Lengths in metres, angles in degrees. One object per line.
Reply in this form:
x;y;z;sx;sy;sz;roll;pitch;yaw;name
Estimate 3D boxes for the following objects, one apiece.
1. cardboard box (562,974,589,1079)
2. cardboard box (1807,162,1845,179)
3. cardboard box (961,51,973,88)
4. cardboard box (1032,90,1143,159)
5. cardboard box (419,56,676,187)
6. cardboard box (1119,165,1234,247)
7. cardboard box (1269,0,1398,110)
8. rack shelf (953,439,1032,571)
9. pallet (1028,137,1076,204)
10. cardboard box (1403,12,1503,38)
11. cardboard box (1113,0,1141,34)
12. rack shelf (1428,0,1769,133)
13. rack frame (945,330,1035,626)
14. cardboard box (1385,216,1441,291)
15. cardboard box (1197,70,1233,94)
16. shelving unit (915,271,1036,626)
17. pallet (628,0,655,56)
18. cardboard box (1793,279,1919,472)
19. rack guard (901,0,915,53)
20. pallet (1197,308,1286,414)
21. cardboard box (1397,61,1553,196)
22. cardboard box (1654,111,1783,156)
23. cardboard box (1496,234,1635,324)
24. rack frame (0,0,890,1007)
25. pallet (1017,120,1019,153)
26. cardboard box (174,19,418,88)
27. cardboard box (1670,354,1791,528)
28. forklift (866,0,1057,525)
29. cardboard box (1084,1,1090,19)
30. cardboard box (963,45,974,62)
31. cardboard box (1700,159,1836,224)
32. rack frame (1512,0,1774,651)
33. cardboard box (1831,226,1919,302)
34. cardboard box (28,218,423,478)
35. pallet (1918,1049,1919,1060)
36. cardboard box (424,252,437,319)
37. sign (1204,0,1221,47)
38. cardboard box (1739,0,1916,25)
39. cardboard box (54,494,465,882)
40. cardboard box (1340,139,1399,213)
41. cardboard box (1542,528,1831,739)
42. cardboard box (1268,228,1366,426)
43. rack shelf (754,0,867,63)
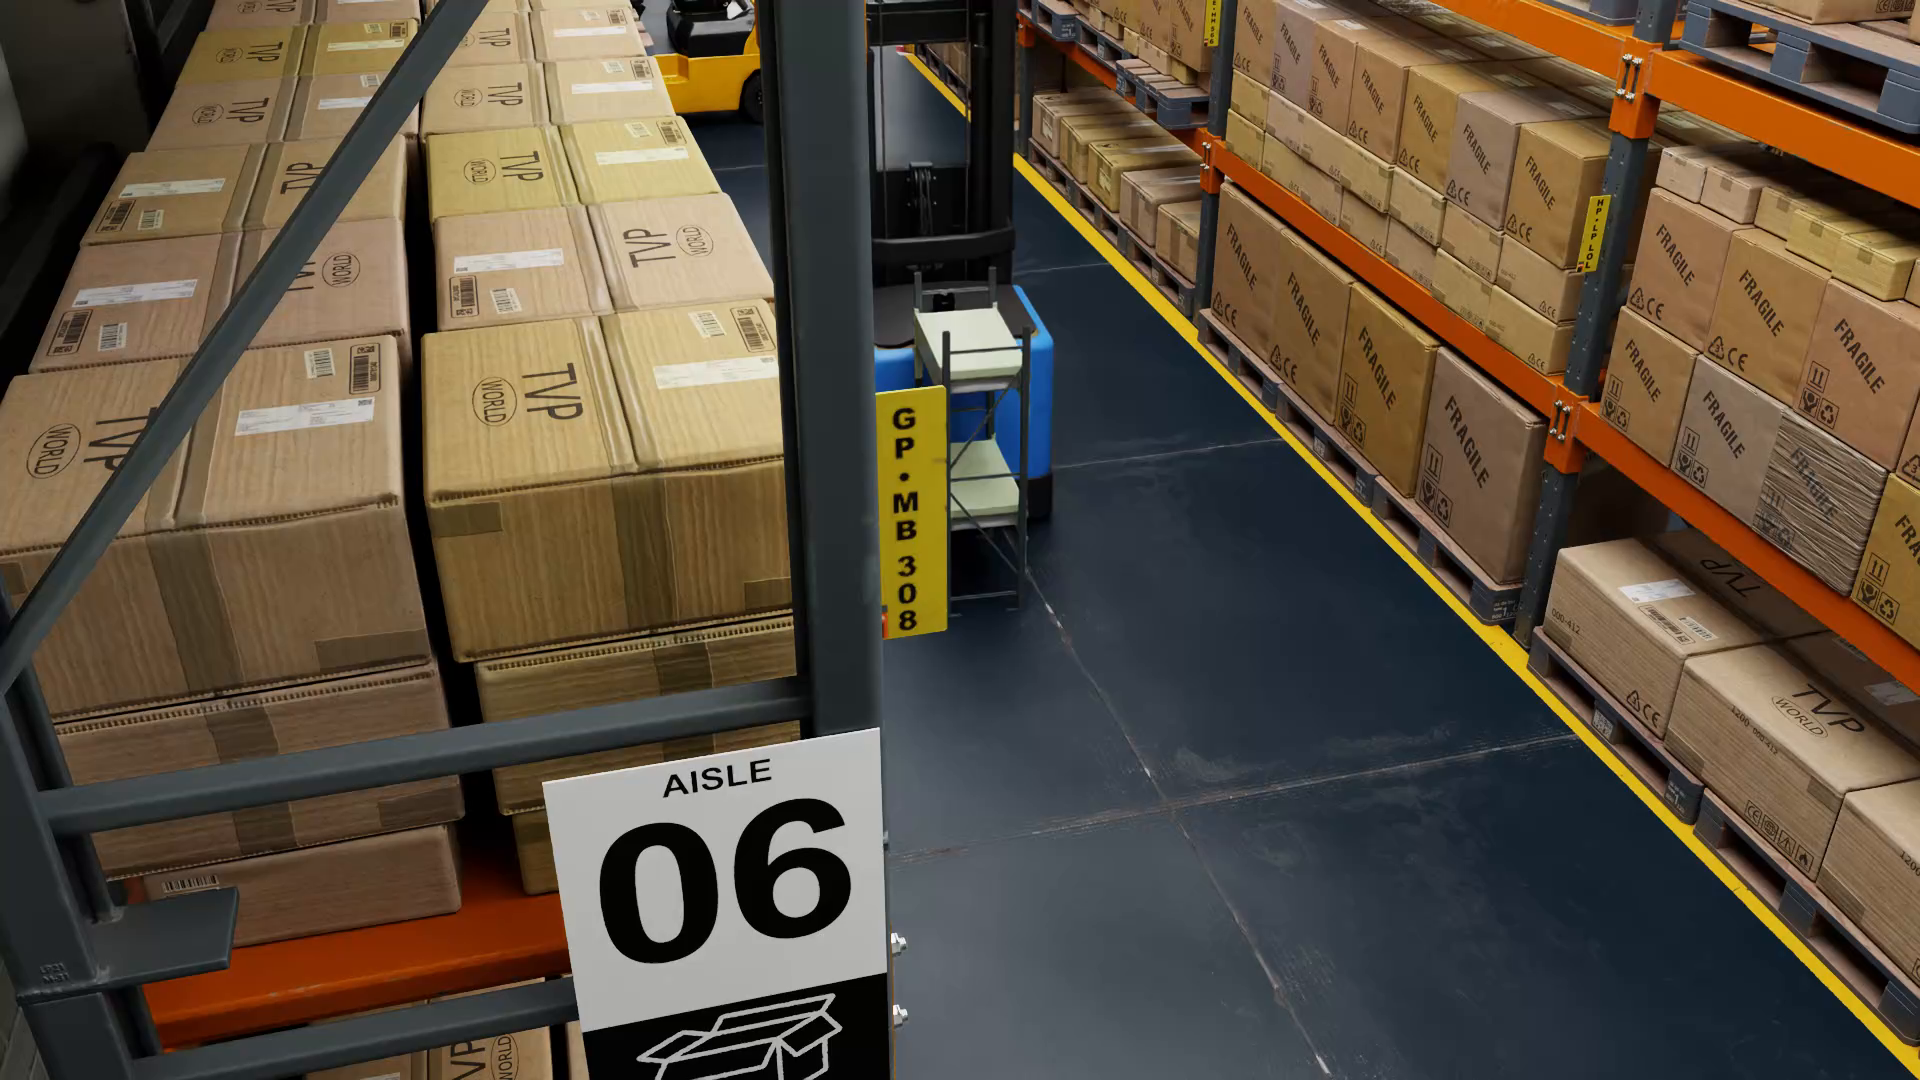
-0.582;1.161;3.603;0.500;0.250;0.500;-8;31;-13;cardboard box
3.489;-1.379;6.393;0.380;0.149;0.250;-7;31;-12;cardboard box
0.315;-4.478;15.818;0.500;0.250;0.500;-7;31;-13;cardboard box
1.154;-3.526;14.051;0.950;0.372;0.625;-7;31;-13;cardboard box
-0.872;-0.837;3.561;0.500;0.250;0.500;-7;31;-12;cardboard box
1.730;-2.476;12.238;0.950;0.372;0.625;-8;31;-14;cardboard box
2.110;-2.769;9.442;0.500;0.500;0.500;-8;31;-13;cardboard box
0.060;-0.155;8.171;0.431;0.370;0.720;-6;31;-10;rack shelf
1.220;-3.152;13.984;1.003;0.211;1.213;-8;31;-13;pallet
2.733;-2.576;9.108;0.500;0.500;0.500;-8;31;-13;cardboard box
1.402;-3.831;11.558;0.500;0.500;0.500;-10;32;-17;cardboard box
2.605;-2.823;8.357;1.077;0.370;4.000;-8;31;-13;rack shelf
0.131;-0.257;7.697;0.400;1.500;0.023;-6;31;-10;rack frame
2.524;-1.481;8.464;0.500;0.250;0.500;-9;31;-15;cardboard box
1.760;-3.002;10.774;0.380;0.149;0.250;-7;31;-11;cardboard box
0.060;-0.437;8.007;0.431;1.500;0.755;-6;31;-10;shelving unit
-1.755;-1.750;5.972;1.213;0.211;1.003;-8;31;-13;pallet
3.282;-0.591;5.678;0.500;0.500;0.500;-7;31;-12;cardboard box
-0.029;-5.548;17.835;1.175;0.500;0.348;-8;31;-13;rack guard
2.210;-1.205;10.621;1.003;0.211;1.213;-8;31;-13;pallet
2.515;-2.025;8.157;0.500;0.500;0.500;-7;31;-12;cardboard box
3.296;-1.597;7.417;0.500;0.500;0.500;-7;31;-13;cardboard box
2.784;-1.202;7.484;0.500;0.250;0.500;-8;31;-13;cardboard box
-0.587;-0.873;1.276;1.000;3.000;0.127;-8;31;-13;rack frame
0.800;-3.847;15.186;1.003;0.211;1.213;-8;31;-13;pallet
-1.505;-1.017;3.872;0.500;0.250;0.500;-8;31;-14;cardboard box
3.137;-0.409;6.362;0.500;0.500;0.500;-8;31;-13;cardboard box
8.804;-2.175;9.378;19.036;3.140;6.177;-6;31;-10;forklift
1.153;-4.000;12.499;0.380;0.149;0.250;-8;31;-13;cardboard box
0.323;-4.792;15.612;0.500;0.500;0.500;-6;31;-11;cardboard box
3.053;-1.319;6.288;0.380;0.149;0.250;-7;31;-13;cardboard box
3.135;-0.870;7.259;1.000;3.000;0.127;-8;31;-13;rack frame
3.211;-0.940;5.635;0.380;0.149;0.250;-9;31;-15;cardboard box
-1.112;-0.284;2.606;0.500;0.250;0.500;-9;31;-15;cardboard box
3.910;1.893;5.270;1.003;0.211;1.213;-8;31;-13;pallet
-1.384;-0.555;3.572;0.500;0.250;0.500;-7;31;-12;cardboard box
1.553;-3.192;10.194;0.100;0.325;0.005;-8;31;-13;sign
3.089;-2.125;5.814;0.500;0.500;0.500;-7;31;-12;cardboard box
-0.968;0.183;2.299;0.500;0.250;0.500;-8;31;-14;cardboard box
2.349;-1.937;8.753;0.500;0.250;0.500;-7;31;-12;cardboard box
3.199;0.374;7.248;0.875;0.438;0.875;-8;31;-14;cardboard box
2.410;-1.289;9.684;0.875;0.875;0.875;-7;31;-13;cardboard box
-1.118;-1.526;3.125;1.077;0.370;4.000;-8;31;-13;rack shelf
